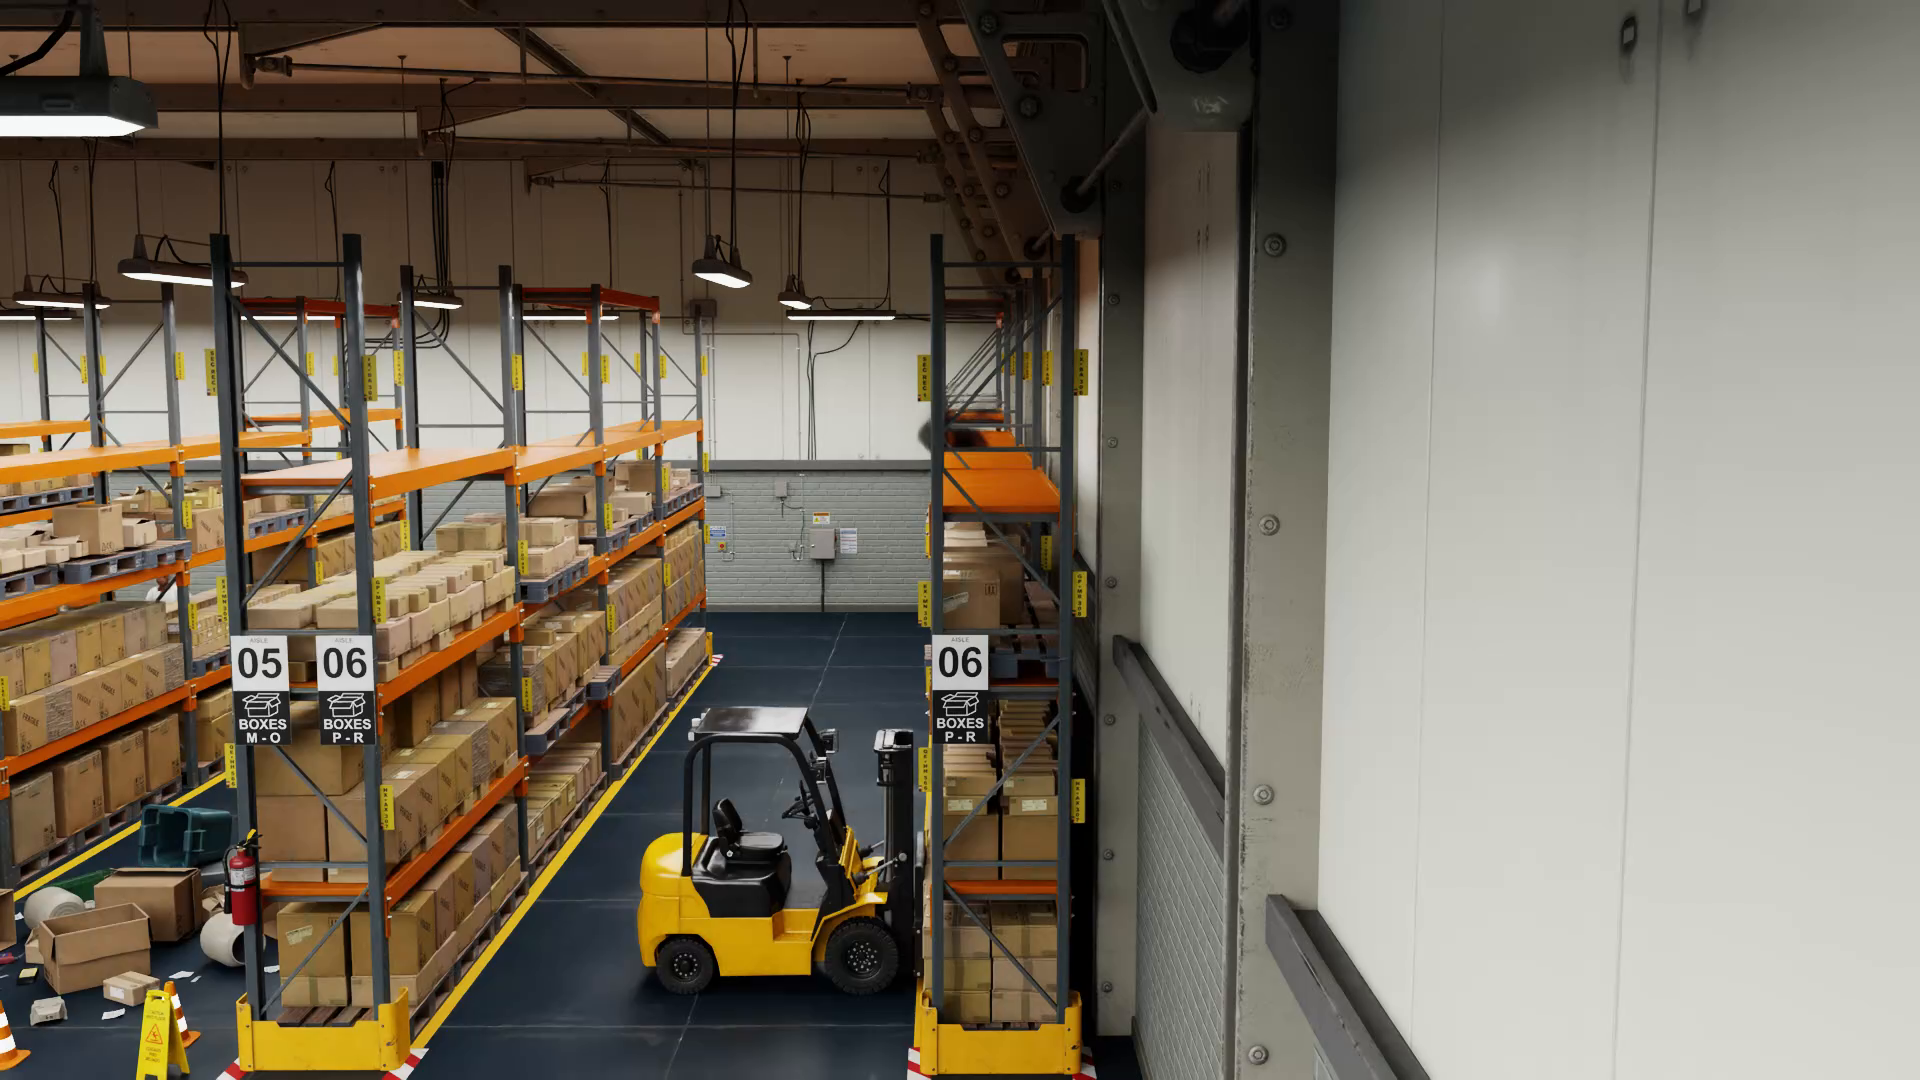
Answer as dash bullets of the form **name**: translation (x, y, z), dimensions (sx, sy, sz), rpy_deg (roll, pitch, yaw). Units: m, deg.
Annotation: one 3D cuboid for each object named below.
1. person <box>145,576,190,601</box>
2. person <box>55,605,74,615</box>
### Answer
- **person**: translation (-12.945, 1.341, 27.190), dimensions (0.720, 1.679, 0.614), rpy_deg (-1, 6, -12)
- **person**: translation (-12.714, 1.736, 23.651), dimensions (0.639, 1.666, 0.656), rpy_deg (-1, 6, -9)
